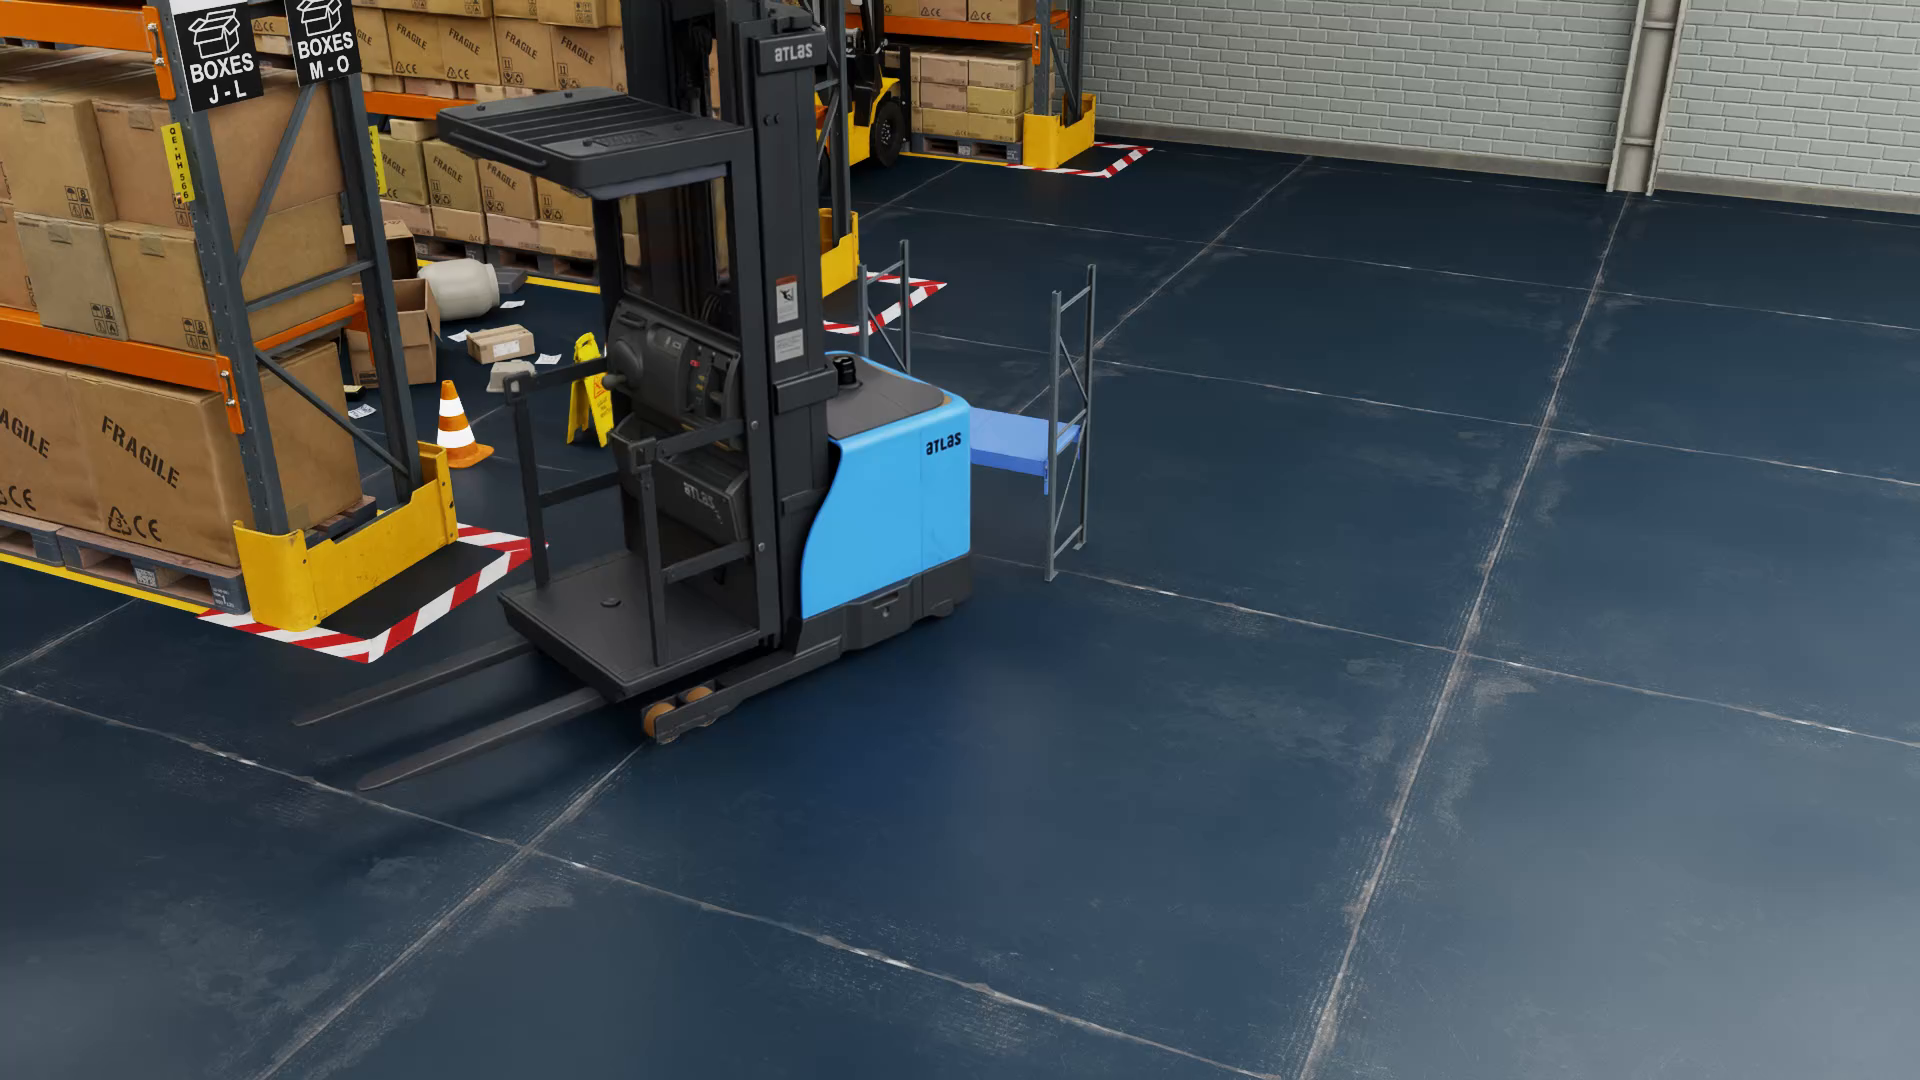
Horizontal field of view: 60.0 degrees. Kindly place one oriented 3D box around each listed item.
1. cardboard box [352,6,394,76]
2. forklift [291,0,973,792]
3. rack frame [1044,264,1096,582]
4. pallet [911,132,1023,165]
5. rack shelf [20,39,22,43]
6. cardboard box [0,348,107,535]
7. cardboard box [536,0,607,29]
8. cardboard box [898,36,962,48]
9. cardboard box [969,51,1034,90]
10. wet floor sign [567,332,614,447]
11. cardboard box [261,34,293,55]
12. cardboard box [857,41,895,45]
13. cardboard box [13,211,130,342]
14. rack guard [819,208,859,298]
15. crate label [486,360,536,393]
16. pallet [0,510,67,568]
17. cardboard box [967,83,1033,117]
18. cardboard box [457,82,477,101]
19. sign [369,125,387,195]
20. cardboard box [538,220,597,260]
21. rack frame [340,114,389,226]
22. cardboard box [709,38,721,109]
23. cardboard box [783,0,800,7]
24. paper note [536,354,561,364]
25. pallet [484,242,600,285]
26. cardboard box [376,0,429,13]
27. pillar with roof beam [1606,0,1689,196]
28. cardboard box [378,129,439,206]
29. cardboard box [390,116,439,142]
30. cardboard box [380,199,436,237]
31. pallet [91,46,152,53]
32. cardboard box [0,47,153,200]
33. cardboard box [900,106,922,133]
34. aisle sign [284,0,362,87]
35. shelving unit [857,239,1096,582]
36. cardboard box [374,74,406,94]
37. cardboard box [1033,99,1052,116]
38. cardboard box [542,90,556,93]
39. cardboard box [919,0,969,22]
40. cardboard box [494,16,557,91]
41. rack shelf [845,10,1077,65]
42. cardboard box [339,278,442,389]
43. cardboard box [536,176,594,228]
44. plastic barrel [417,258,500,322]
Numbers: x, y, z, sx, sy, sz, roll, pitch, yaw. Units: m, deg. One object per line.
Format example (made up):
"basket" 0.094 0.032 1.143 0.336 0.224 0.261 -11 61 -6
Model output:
"cardboard box" -4.444 -3.898 12.821 0.500 0.500 0.500 11 28 22
"forklift" -1.369 -0.719 6.892 3.031 2.935 1.130 -22 33 -37
"rack frame" 0.542 -0.564 8.198 0.032 1.500 0.500 12 28 22
"pallet" 0.250 -4.049 16.735 1.213 0.211 1.003 11 28 22
"rack shelf" -10.191 -4.686 15.687 4.000 0.370 1.077 11 28 22
"cardboard box" -4.491 -0.665 8.634 0.875 0.875 0.875 11 28 21
"cardboard box" -2.608 -3.961 11.817 0.500 0.500 0.700 11 28 21
"cardboard box" -0.303 -4.930 16.874 0.500 0.250 0.500 11 28 21
"cardboard box" 0.415 -4.539 16.080 0.500 0.250 0.500 12 29 24
"wet floor sign" -2.199 -0.906 9.861 0.232 0.644 0.267 6 27 13
"cardboard box" -5.312 -3.971 13.228 0.250 0.149 0.380 12 29 23
"cardboard box" -0.974 -4.814 16.638 0.500 0.250 0.500 11 28 21
"cardboard box" -3.911 -1.381 7.988 0.550 0.550 0.875 11 28 22
"rack guard" -1.157 -2.073 12.395 0.348 0.500 1.175 11 28 22
"crate label" -2.904 -1.067 10.761 0.298 0.136 0.250 -2 26 -5
"pallet" -4.912 -0.259 9.038 1.213 0.211 1.003 11 28 22
"cardboard box" 0.391 -4.320 16.199 0.500 0.250 0.500 11 28 21
"cardboard box" -3.603 -3.456 12.658 0.250 0.149 0.380 11 28 22
"sign" -2.810 -1.818 7.977 0.005 0.325 0.100 11 28 22
"cardboard box" -2.882 -2.366 12.798 0.500 0.250 0.500 10 28 20
"rack frame" -4.729 -3.912 13.300 0.127 3.000 1.000 11 28 22
"cardboard box" -1.696 -3.347 11.703 0.500 0.500 0.500 11 28 21
"cardboard box" -1.439 -5.587 16.588 0.500 0.500 0.500 11 28 21
"paper note" -2.772 -1.221 11.196 0.142 0.019 0.148 2 26 4
"pallet" -2.988 -2.330 13.243 1.213 0.211 1.003 11 28 22
"cardboard box" -3.962 -4.269 12.443 0.500 0.500 0.700 12 28 22
"pillar with roof beam" 4.383 -5.530 9.795 0.400 9.000 9.100 11 28 22
"cardboard box" -4.304 -2.987 13.209 0.500 0.500 0.500 13 29 24
"cardboard box" -4.215 -3.231 12.971 0.250 0.149 0.380 12 29 23
"cardboard box" -4.304 -2.650 13.375 0.500 0.250 0.500 10 28 19
"pallet" -6.551 -4.212 14.126 1.213 0.211 1.003 11 28 22
"cardboard box" -4.359 -2.028 8.080 0.550 0.550 0.875 11 28 22
"cardboard box" -0.495 -4.281 16.686 0.500 0.250 0.500 12 29 22
"aisle sign" -2.856 -2.446 7.379 0.004 0.787 0.394 11 28 22
"shelving unit" 0.081 -0.659 8.390 1.048 1.500 0.538 12 28 22
"cardboard box" -4.324 -3.587 12.925 0.250 0.149 0.380 12 29 23
"cardboard box" 0.597 -4.300 16.726 0.500 0.250 0.500 11 28 22
"cardboard box" -2.900 -3.338 12.418 0.250 0.149 0.380 11 28 22
"cardboard box" -0.062 -5.305 16.016 0.500 0.500 0.500 12 29 23
"cardboard box" -3.057 -3.634 12.285 0.500 0.500 0.500 12 29 22
"rack shelf" -0.857 -5.220 16.771 4.000 0.370 1.077 11 28 22
"cardboard box" -3.735 -1.364 10.951 0.637 0.503 0.797 -7 27 -14
"cardboard box" -2.858 -2.703 12.632 0.500 0.500 0.500 11 28 21
"plastic barrel" -3.595 -1.794 11.914 0.512 0.421 0.421 -12 29 -23
